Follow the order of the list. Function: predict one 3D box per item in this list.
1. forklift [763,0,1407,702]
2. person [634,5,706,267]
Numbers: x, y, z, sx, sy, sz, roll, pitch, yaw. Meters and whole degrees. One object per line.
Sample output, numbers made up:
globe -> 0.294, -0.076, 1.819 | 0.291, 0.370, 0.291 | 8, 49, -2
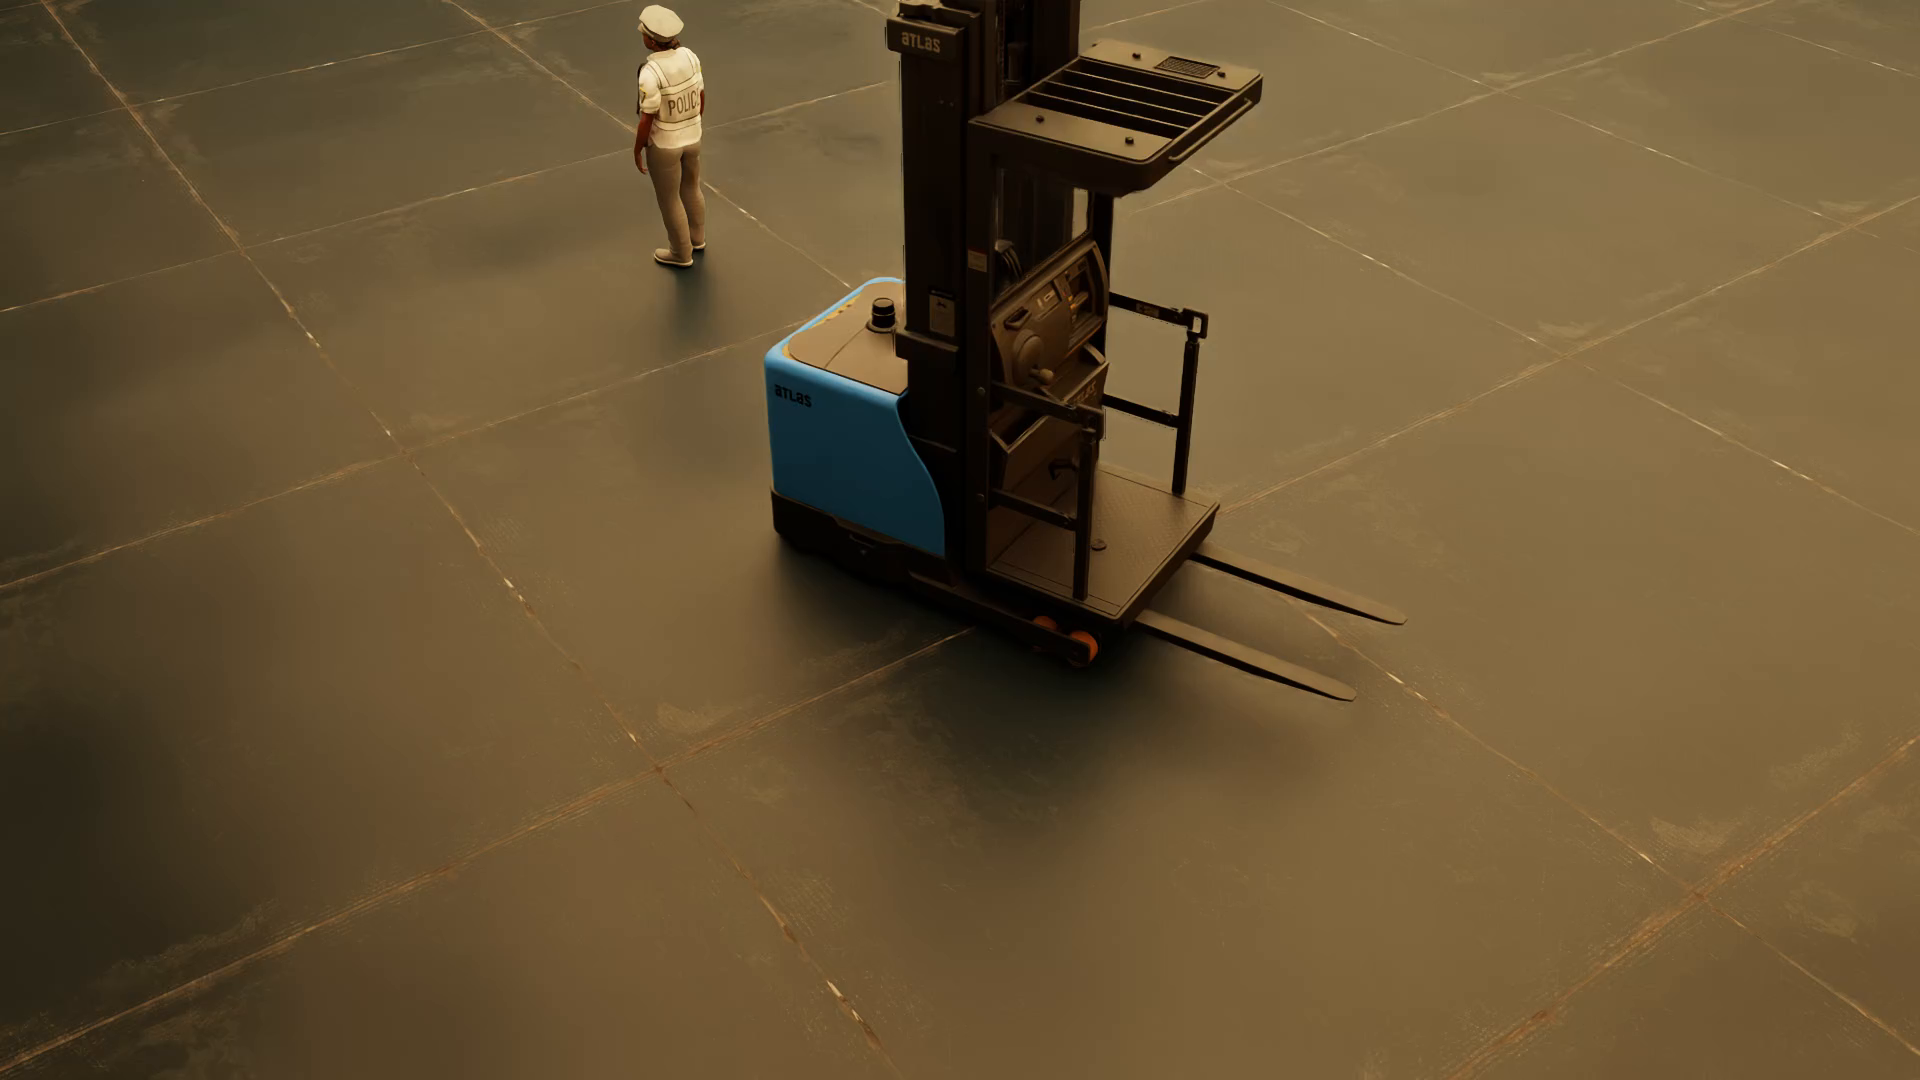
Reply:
forklift -> 0.577, -0.961, 7.244 | 3.031, 2.935, 1.130 | 21, 41, 26
person -> -1.835, -2.515, 10.373 | 0.529, 1.695, 0.569 | 26, 44, 31
